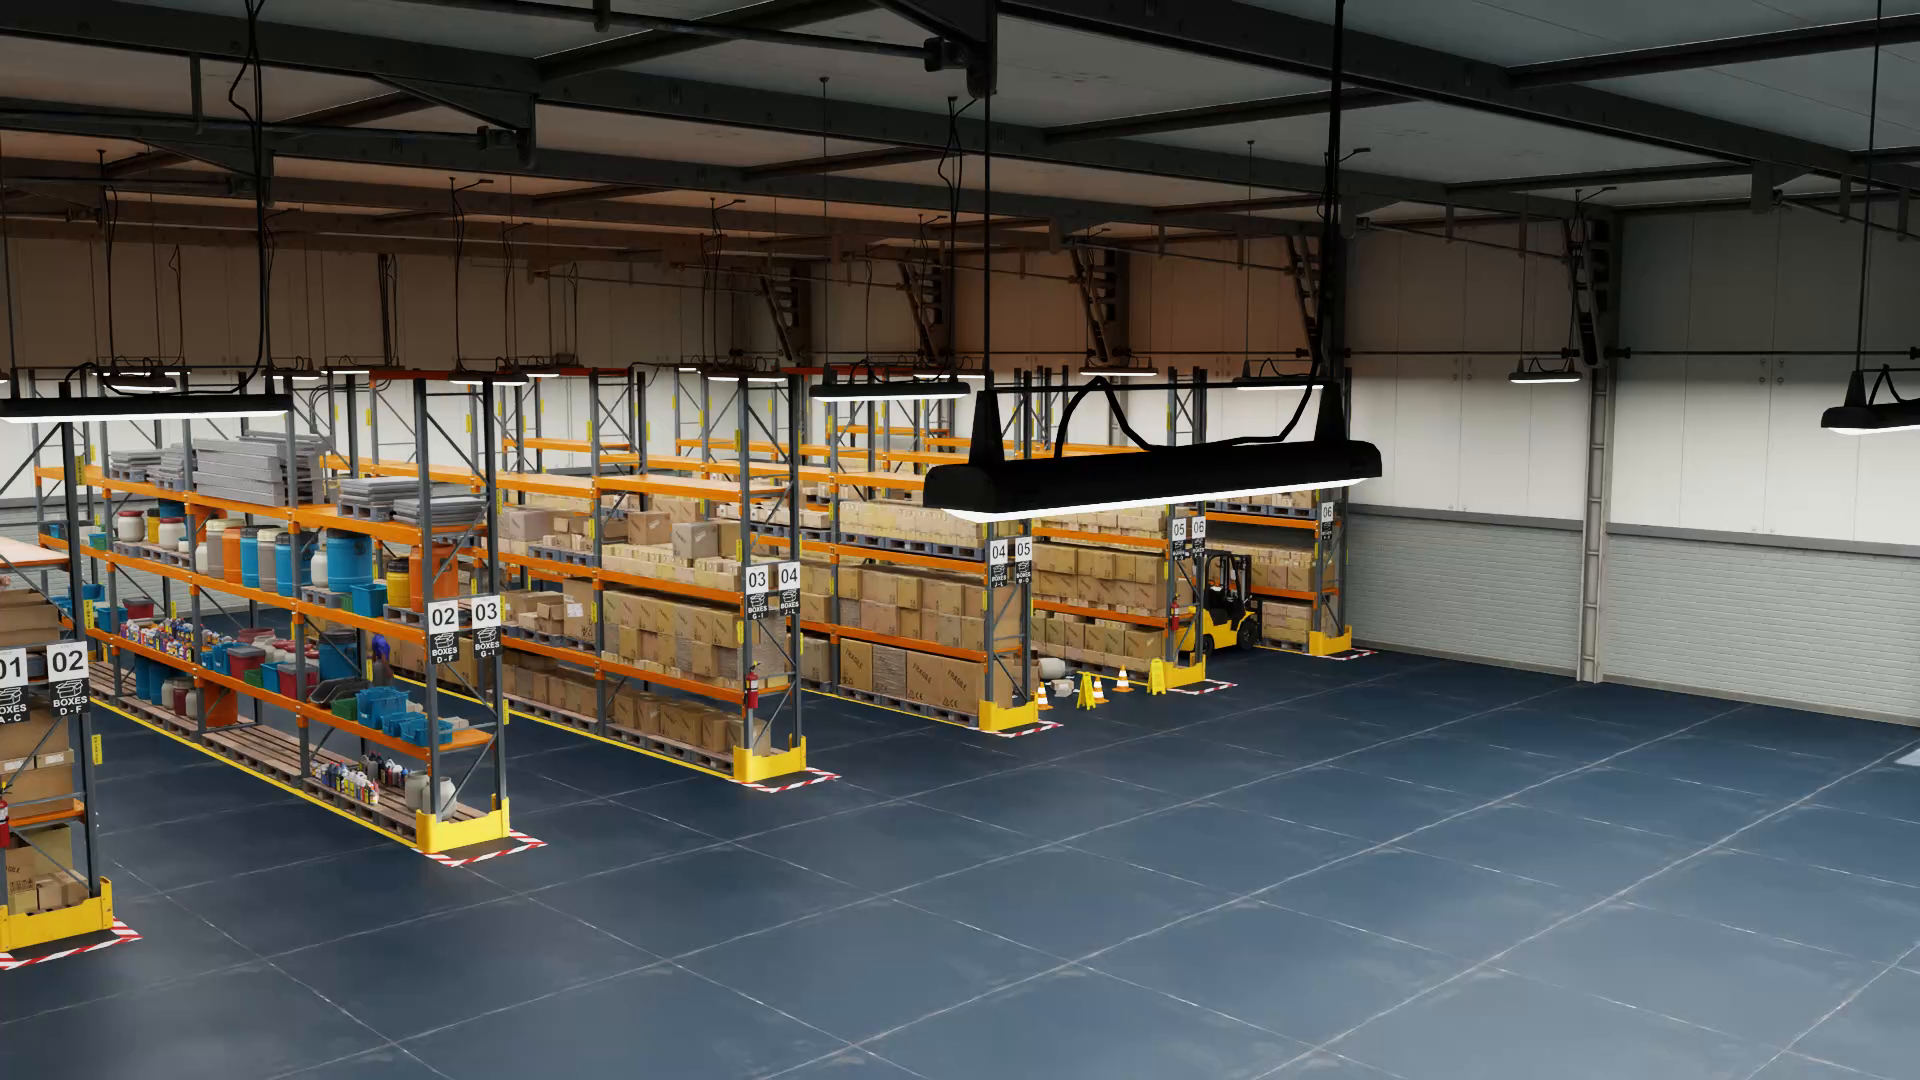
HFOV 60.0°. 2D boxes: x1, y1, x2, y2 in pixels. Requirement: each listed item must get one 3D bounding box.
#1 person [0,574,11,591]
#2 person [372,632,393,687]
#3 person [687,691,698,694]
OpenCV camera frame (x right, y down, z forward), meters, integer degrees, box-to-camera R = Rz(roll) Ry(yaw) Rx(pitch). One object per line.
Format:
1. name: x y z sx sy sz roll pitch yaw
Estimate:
1. person: -19.773 1.581 34.268 0.783 1.745 0.630 -5 8 -37
2. person: -10.027 2.248 29.020 0.569 1.660 0.472 -1 7 -12
3. person: -4.927 1.986 30.620 0.505 1.779 0.725 -1 7 -9
